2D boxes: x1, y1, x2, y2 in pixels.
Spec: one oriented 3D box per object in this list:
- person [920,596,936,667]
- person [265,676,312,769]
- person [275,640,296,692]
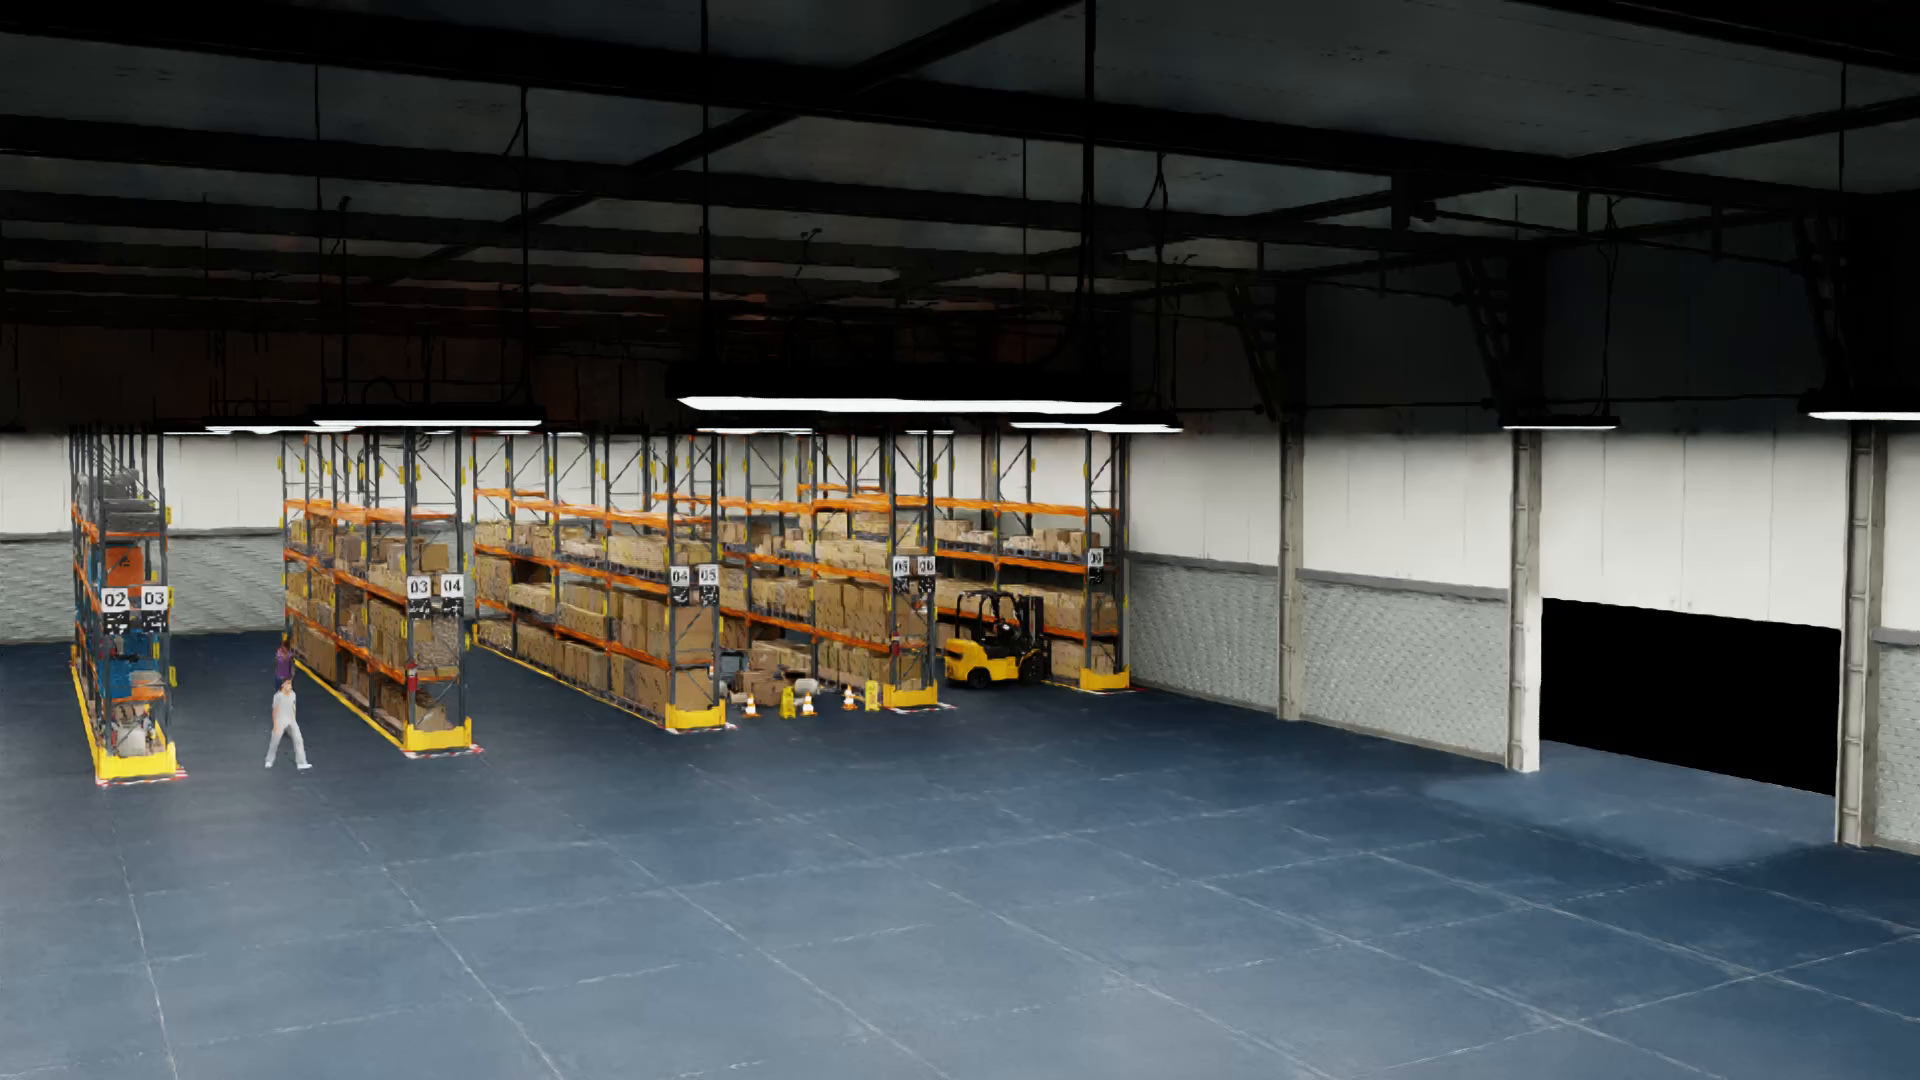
[{"bbox_3d":[-0.913,2.276,41.421,0.591,1.744,0.669,0,4,-4],"label":"person"},{"bbox_3d":[-11.632,3.145,28.675,0.953,1.619,0.481,3,4,38],"label":"person"},{"bbox_3d":[-13.912,2.823,34.289,0.407,1.533,0.962,-1,4,-21],"label":"person"}]
